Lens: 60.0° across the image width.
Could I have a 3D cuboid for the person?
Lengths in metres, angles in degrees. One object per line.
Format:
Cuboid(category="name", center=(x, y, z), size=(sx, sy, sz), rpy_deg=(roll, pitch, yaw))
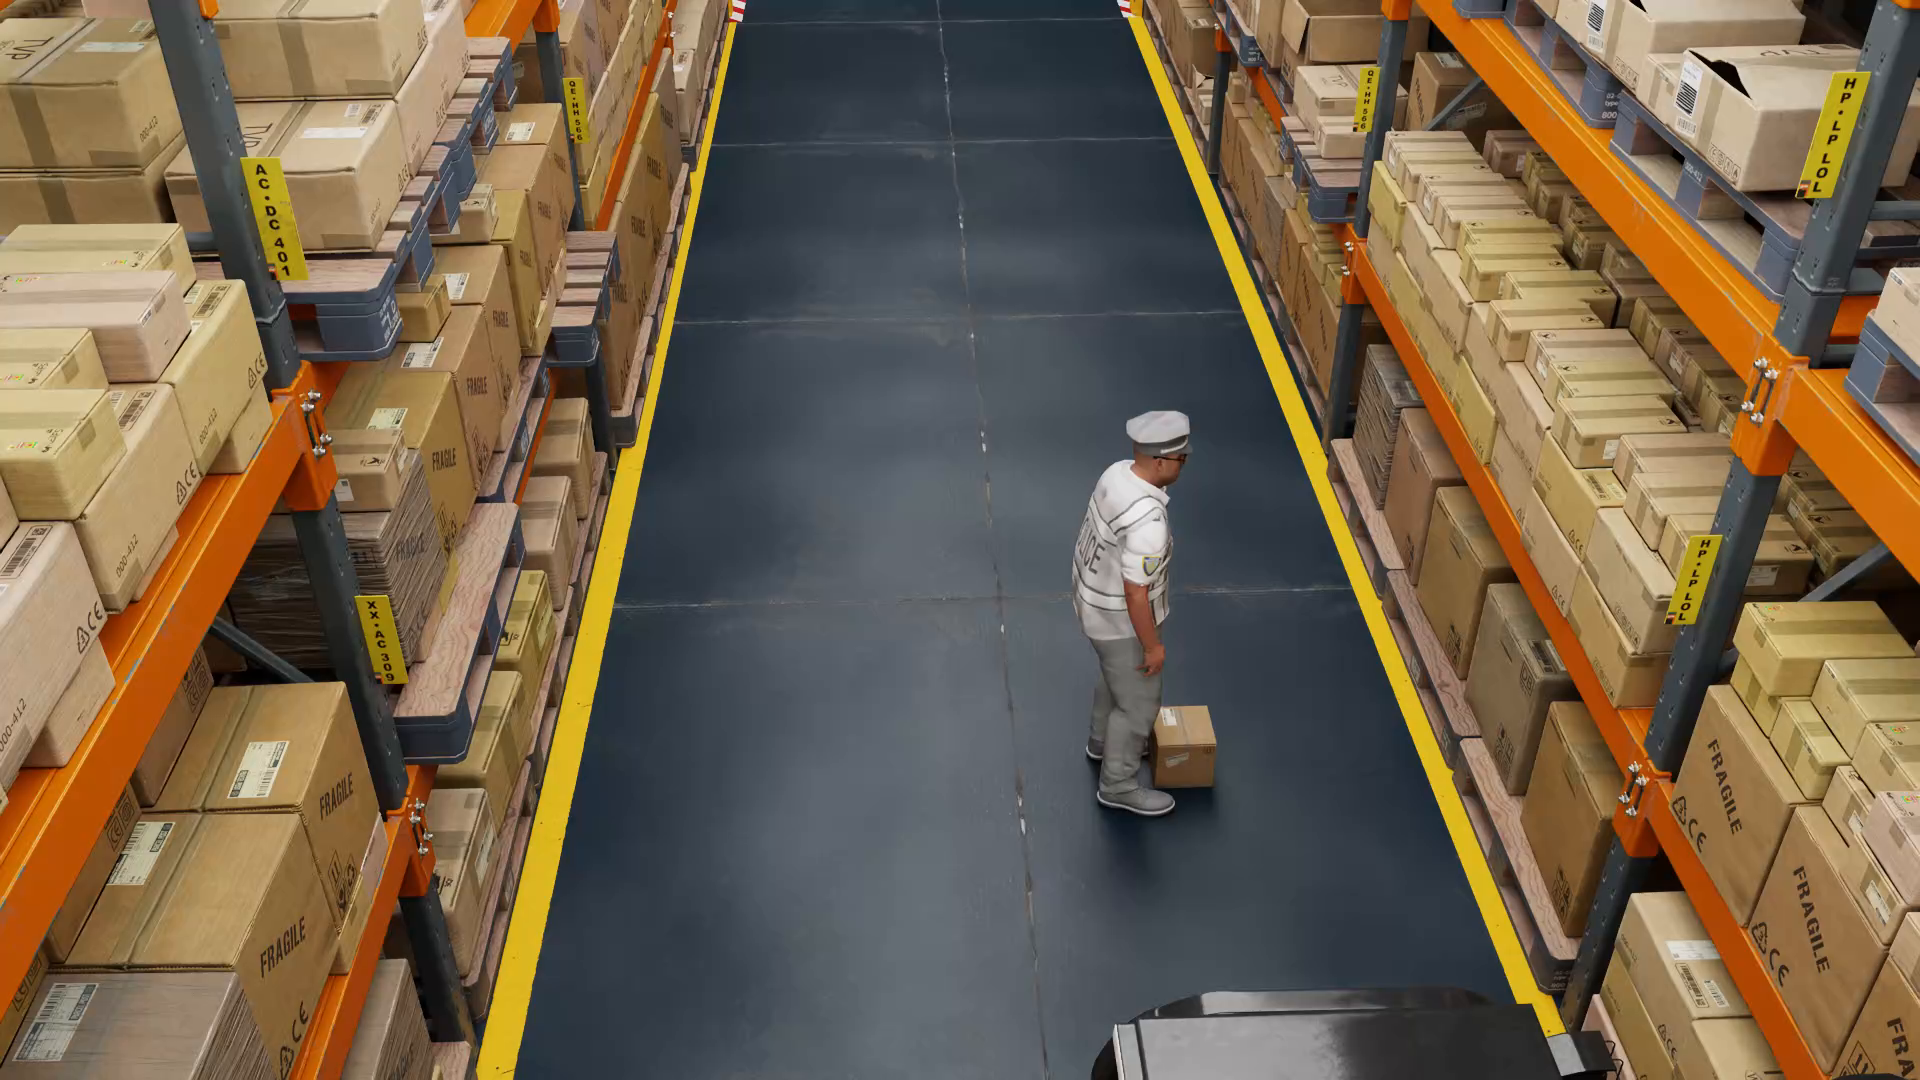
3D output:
Cuboid(category="person", center=(0.682, 0.290, 6.724), size=(0.433, 1.748, 0.584), rpy_deg=(-2, 35, -2))
